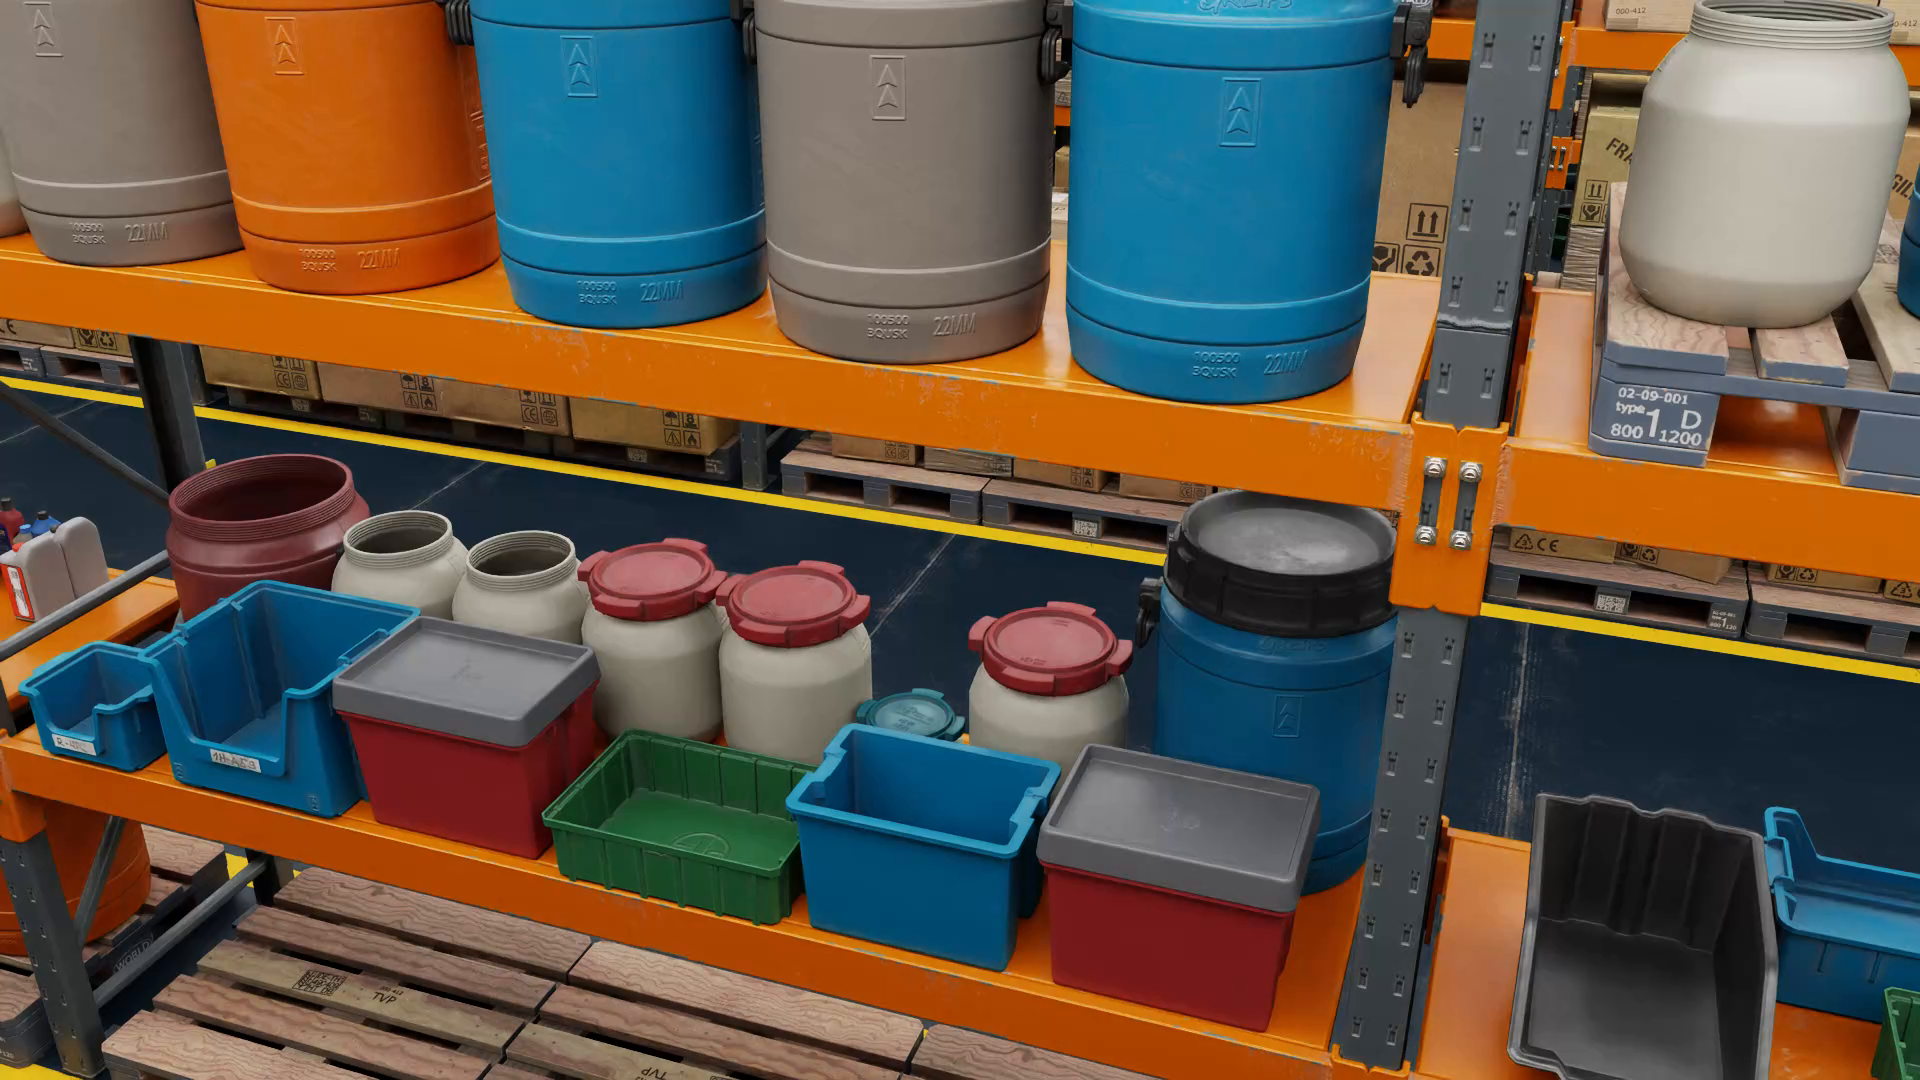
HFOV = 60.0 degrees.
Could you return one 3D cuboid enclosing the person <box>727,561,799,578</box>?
[{"bbox_3d":[-0.924,0.514,6.920,0.847,0.917,0.465,7,27,15],"label":"person"}]
